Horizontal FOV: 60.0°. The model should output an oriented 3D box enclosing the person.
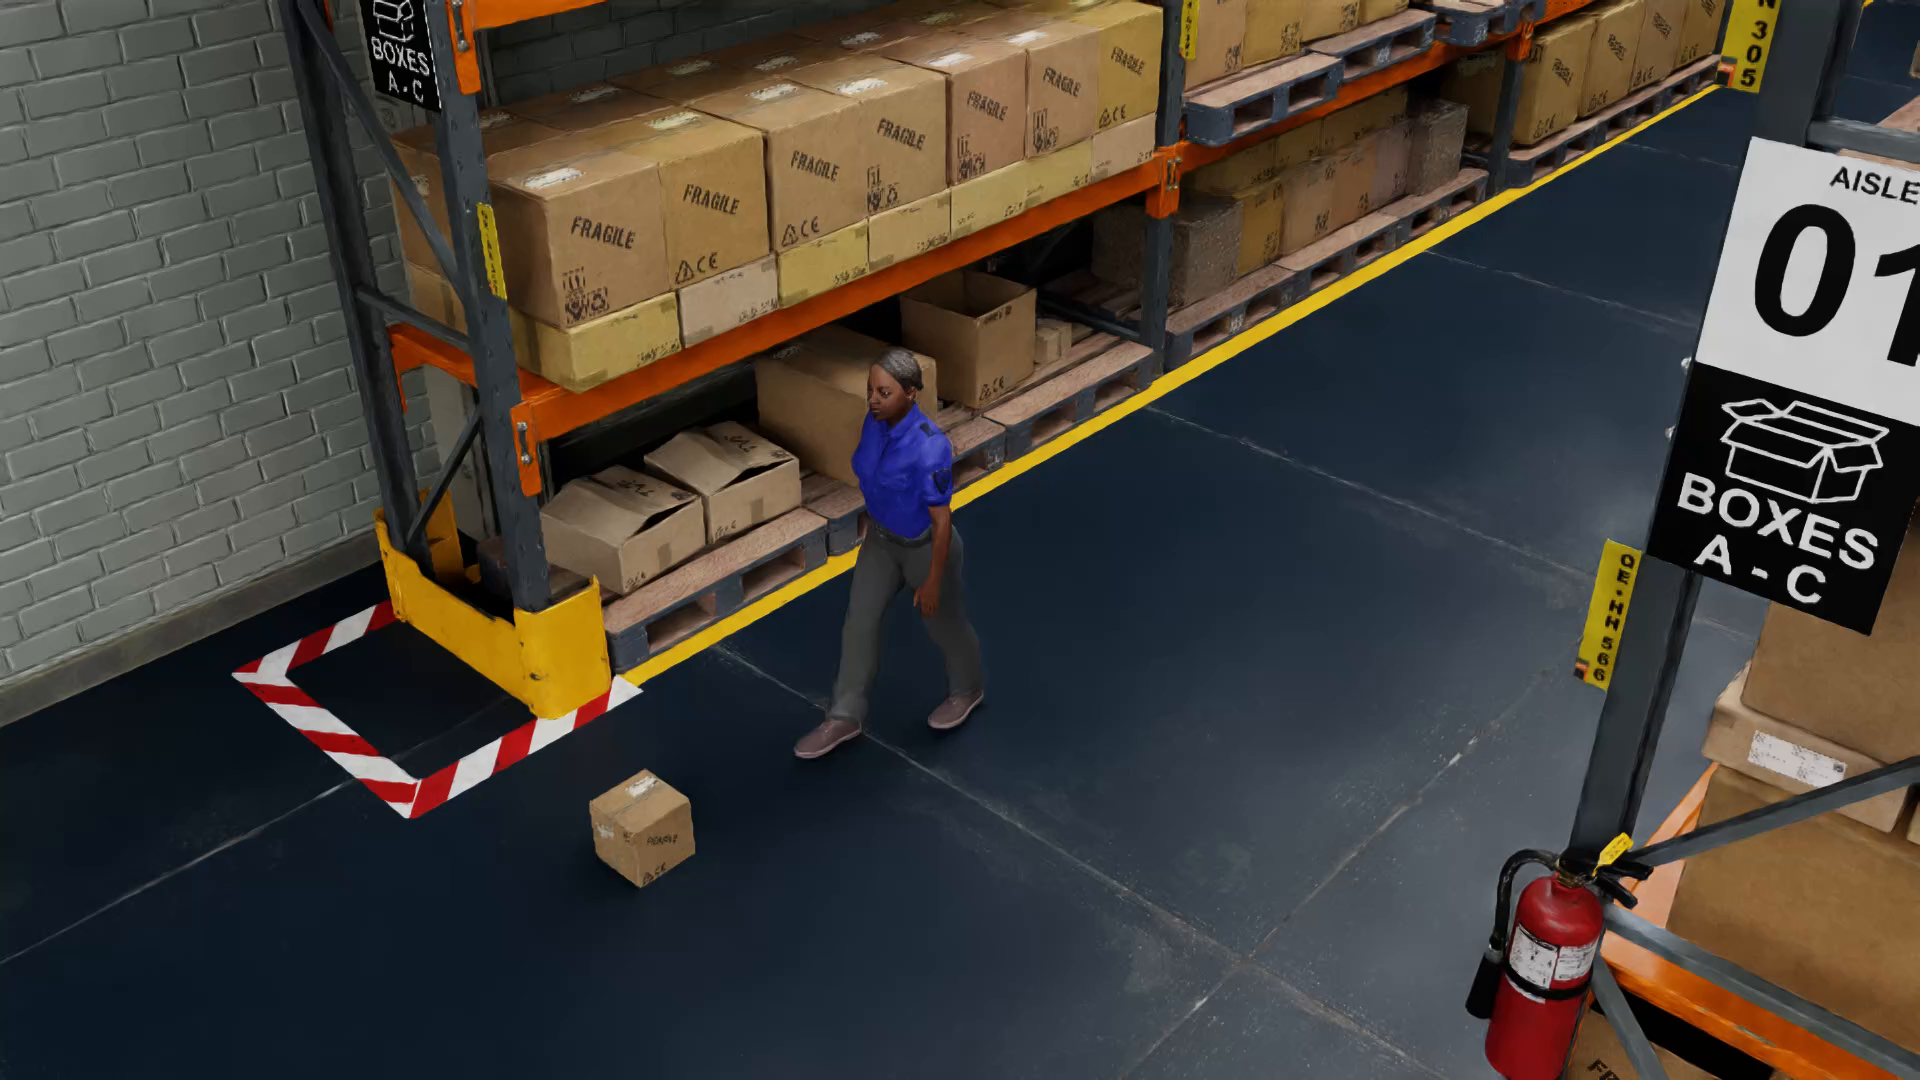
[{"bbox_3d":[-0.223,0.063,6.024,0.796,1.623,0.471,-27,41,-37],"label":"person"}]
